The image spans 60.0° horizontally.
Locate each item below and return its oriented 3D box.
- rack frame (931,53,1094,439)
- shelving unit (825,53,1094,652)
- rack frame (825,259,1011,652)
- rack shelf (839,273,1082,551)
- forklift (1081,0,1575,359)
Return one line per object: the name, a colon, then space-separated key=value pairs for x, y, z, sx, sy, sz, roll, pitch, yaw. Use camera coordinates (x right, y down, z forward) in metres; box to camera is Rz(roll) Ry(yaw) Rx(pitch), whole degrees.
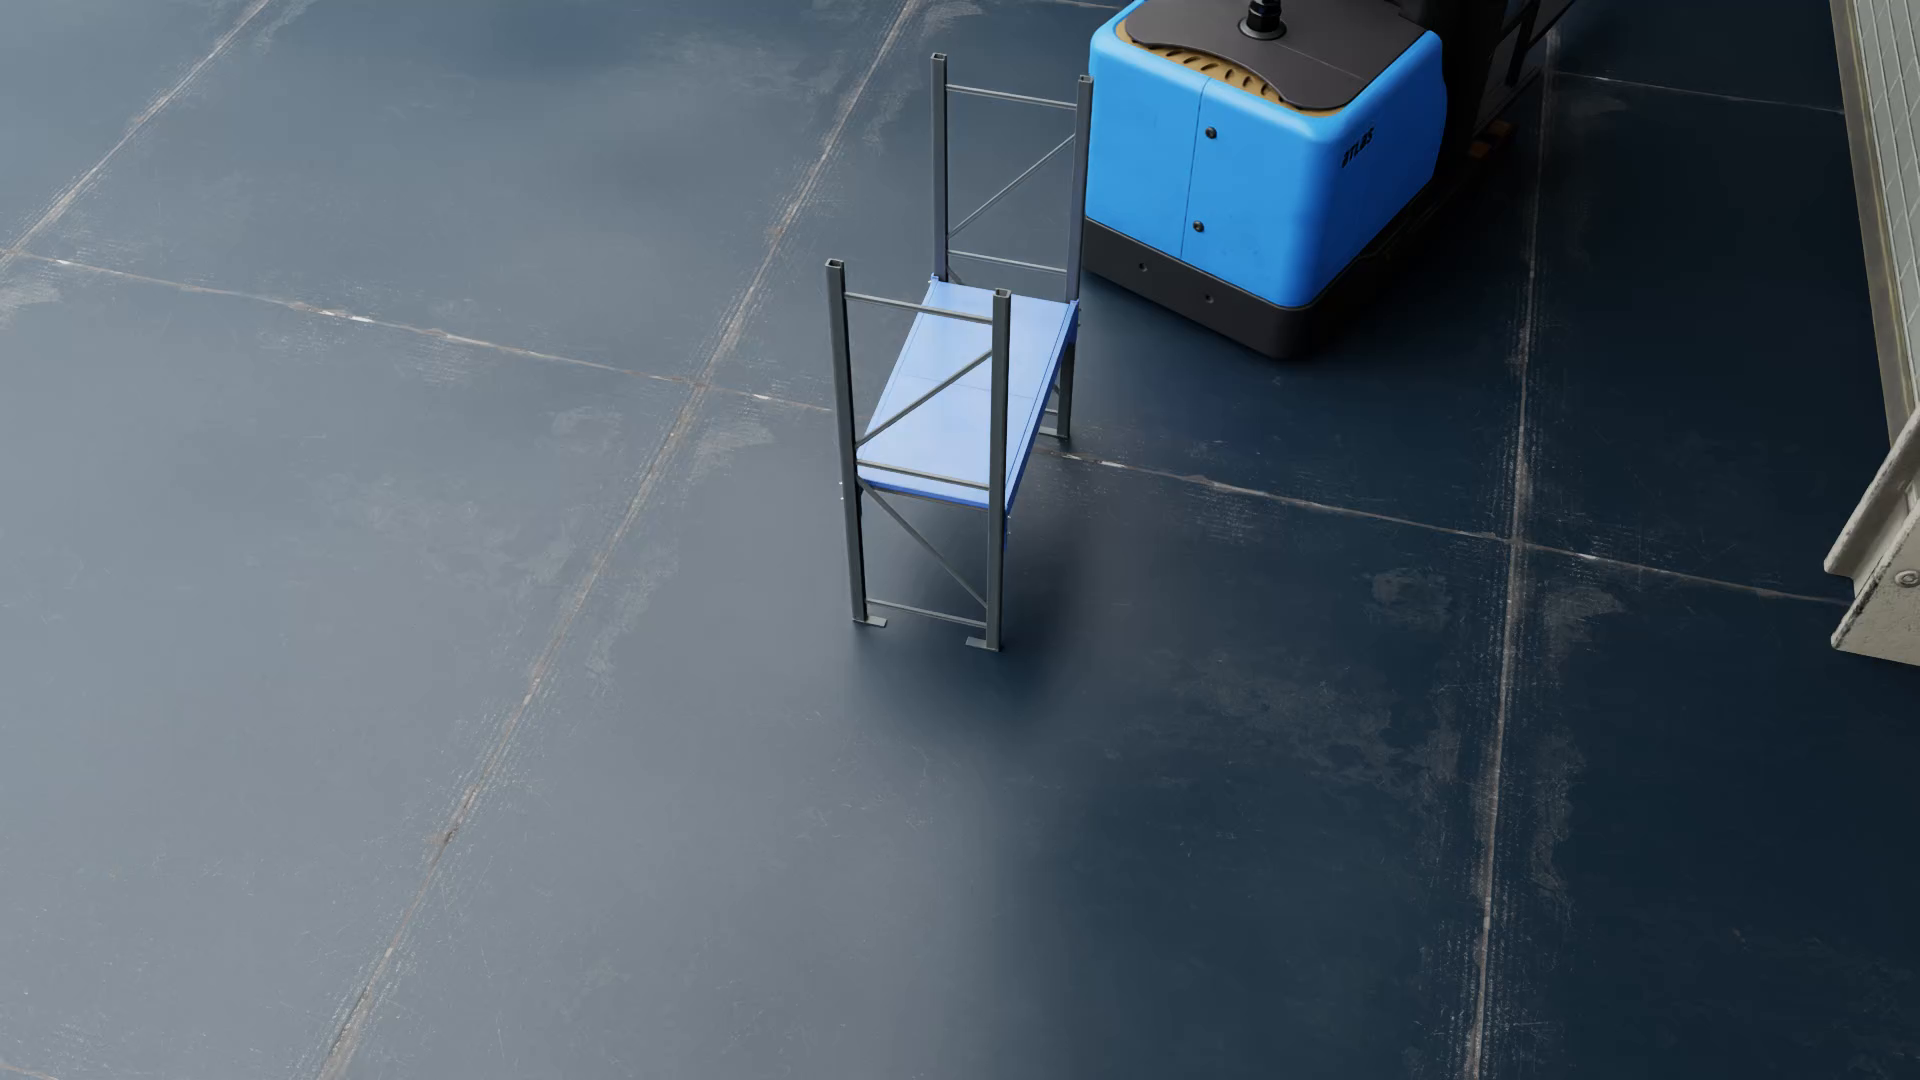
rack frame: x=0.156 y=-0.926 z=5.567 sx=0.500 sy=1.500 sz=0.032 roll=12 pitch=50 yaw=10
shelving unit: x=0.022 y=-0.558 z=5.242 sx=0.538 sy=1.500 sz=1.048 roll=12 pitch=50 yaw=10
rack frame: x=-0.111 y=-0.190 z=4.918 sx=0.500 sy=1.500 sz=0.032 roll=12 pitch=50 yaw=10
rack shelf: x=0.022 y=-0.439 z=5.377 sx=0.538 sy=0.185 sz=1.000 roll=12 pitch=50 yaw=10
forklift: x=1.751 y=-2.708 z=6.185 sx=1.130 sy=2.935 sz=3.031 roll=30 pitch=55 yaw=24
